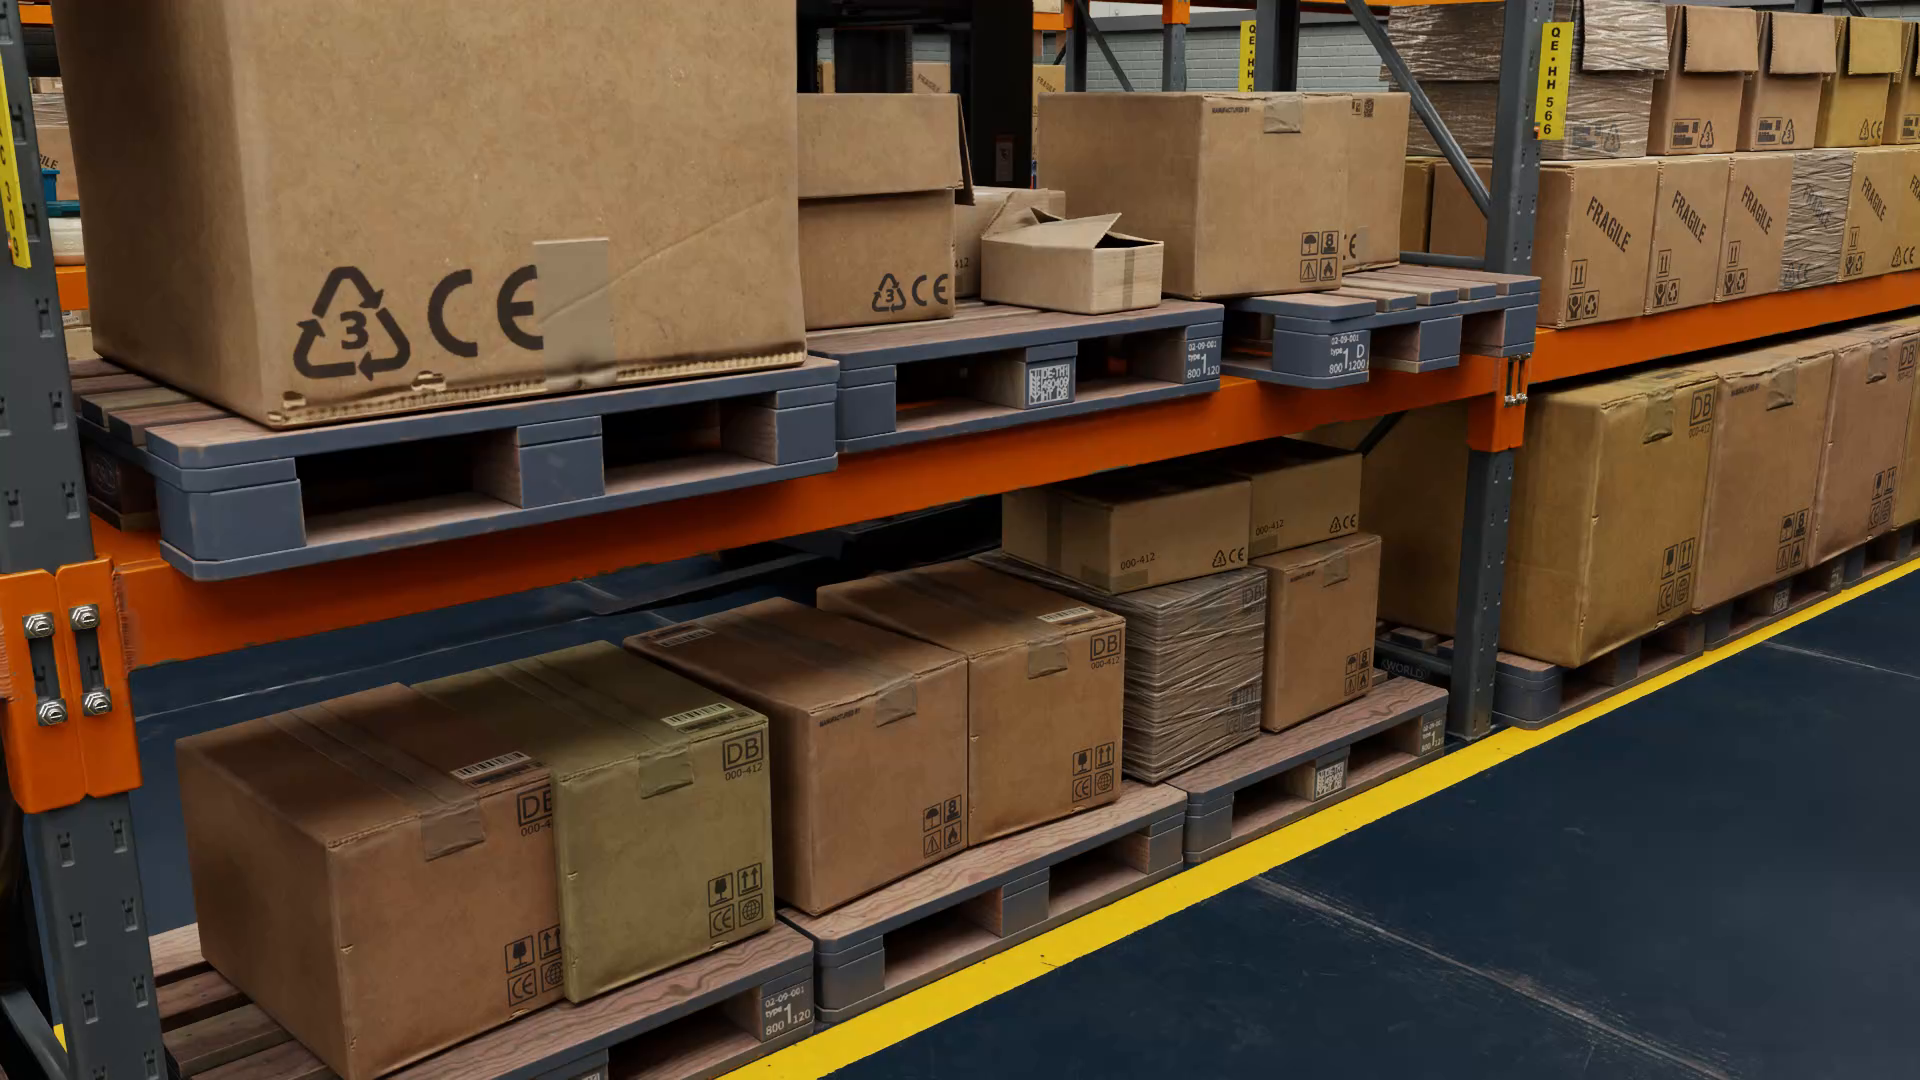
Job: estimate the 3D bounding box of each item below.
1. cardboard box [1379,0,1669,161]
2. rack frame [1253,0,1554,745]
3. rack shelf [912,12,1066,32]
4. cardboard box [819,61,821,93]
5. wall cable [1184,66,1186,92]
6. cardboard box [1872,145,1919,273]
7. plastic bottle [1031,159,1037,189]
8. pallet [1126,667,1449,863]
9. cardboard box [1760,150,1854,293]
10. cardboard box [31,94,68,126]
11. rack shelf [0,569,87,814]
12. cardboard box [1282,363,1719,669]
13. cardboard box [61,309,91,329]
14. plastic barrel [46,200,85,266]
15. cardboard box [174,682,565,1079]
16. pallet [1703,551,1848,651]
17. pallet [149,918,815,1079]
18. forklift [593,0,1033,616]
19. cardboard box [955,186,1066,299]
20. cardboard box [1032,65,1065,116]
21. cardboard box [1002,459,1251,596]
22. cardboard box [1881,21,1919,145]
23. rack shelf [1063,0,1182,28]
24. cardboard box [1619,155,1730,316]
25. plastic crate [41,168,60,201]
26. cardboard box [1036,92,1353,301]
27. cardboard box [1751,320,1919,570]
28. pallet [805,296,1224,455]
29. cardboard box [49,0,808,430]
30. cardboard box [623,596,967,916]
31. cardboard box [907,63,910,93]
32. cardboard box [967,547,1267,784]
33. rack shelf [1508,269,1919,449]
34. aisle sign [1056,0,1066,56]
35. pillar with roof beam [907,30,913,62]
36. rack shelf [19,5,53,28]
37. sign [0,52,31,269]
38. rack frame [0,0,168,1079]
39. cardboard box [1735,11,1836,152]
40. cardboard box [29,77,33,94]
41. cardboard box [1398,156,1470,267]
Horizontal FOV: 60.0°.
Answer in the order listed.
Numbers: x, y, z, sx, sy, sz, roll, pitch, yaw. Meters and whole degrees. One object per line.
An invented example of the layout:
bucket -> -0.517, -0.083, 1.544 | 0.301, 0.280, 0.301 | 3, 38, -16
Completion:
cardboard box -> 1.905, -1.557, 5.630 | 0.637, 0.503, 0.797 | -12, 19, -38
rack frame -> 1.343, -0.904, 5.320 | 0.127, 3.000, 1.000 | -13, 19, -39
rack shelf -> -0.631, -4.951, 16.054 | 4.000, 0.370, 1.077 | -13, 19, -39
cardboard box -> -1.599, -4.067, 15.031 | 0.500, 0.500, 0.500 | -12, 19, -38
wall cable -> 2.125, -7.439, 24.178 | 0.112, 2.526, 3.097 | -13, 19, -39
cardboard box -> 3.809, -1.415, 7.040 | 0.500, 0.500, 0.500 | -12, 19, -38
plastic bottle -> 0.491, -2.271, 10.535 | 0.185, 0.351, 0.144 | -13, 19, -39
pallet -> 0.753, 0.576, 5.186 | 1.213, 0.211, 1.003 | -13, 19, -39
cardboard box -> 3.039, -1.241, 6.389 | 0.500, 0.500, 0.500 | -13, 19, -39
cardboard box -> -8.760, -3.976, 15.776 | 0.700, 0.500, 0.500 | 13, 20, 40
rack shelf -> -3.183, 0.460, 1.608 | 4.000, 0.370, 1.077 | -13, 19, -39
cardboard box -> 1.877, -0.193, 5.963 | 0.875, 0.875, 1.225 | -14, 20, -42
cardboard box -> -6.161, -1.667, 11.607 | 0.500, 0.311, 0.500 | -13, 20, -40
plastic barrel -> -3.827, -1.318, 7.139 | 0.301, 0.262, 0.301 | 0, 15, 0
cardboard box -> -1.197, 0.669, 3.423 | 0.700, 0.500, 0.500 | 14, 21, 43
pallet -> 2.907, 0.119, 6.895 | 1.213, 0.211, 1.003 | -13, 19, -39
pallet -> -1.088, 0.989, 3.638 | 1.213, 0.211, 1.003 | -13, 19, -39
forklift -> -0.478, -1.280, 6.861 | 1.130, 2.935, 3.031 | 14, 20, 41
cardboard box -> -0.072, -0.795, 4.390 | 0.500, 0.250, 0.500 | -13, 20, -41
cardboard box -> 0.723, -4.590, 16.992 | 0.500, 0.500, 0.500 | -13, 20, -40
cardboard box -> 0.464, -0.060, 4.699 | 0.500, 0.250, 0.500 | -10, 18, -33
cardboard box -> 3.884, -2.004, 7.304 | 0.637, 0.503, 0.797 | -13, 20, -41
rack shelf -> -0.399, -3.308, 9.904 | 4.000, 0.370, 1.077 | -13, 19, -39
cardboard box -> 2.276, -1.069, 5.746 | 0.500, 0.500, 0.500 | -13, 20, -41
plastic crate -> -4.298, -1.430, 7.322 | 0.575, 0.384, 0.392 | -13, 19, -39
cardboard box -> 0.606, -0.942, 4.455 | 0.500, 0.500, 0.700 | -9, 18, -31
cardboard box -> 3.217, -0.494, 7.090 | 0.875, 0.875, 1.225 | -14, 20, -41
pallet -> -0.123, -0.468, 4.060 | 1.213, 0.211, 1.003 | -13, 19, -39
cardboard box -> -0.983, -0.826, 3.054 | 1.000, 1.000, 1.000 | -12, 19, -39
cardboard box -> -0.403, 0.497, 4.067 | 0.700, 0.500, 0.500 | 14, 20, 42
cardboard box -> -0.822, -4.241, 15.685 | 0.500, 0.500, 0.500 | -13, 20, -41
cardboard box -> 0.441, 0.305, 4.786 | 0.700, 0.500, 0.500 | 14, 20, 42
rack shelf -> 2.852, -0.895, 6.682 | 4.000, 0.370, 1.077 | -13, 19, -39
aisle sign -> 1.131, -5.396, 17.101 | 0.004, 0.787, 0.394 | -13, 19, -39
pillar with roof beam -> 1.918, -7.838, 19.655 | 0.400, 9.000, 9.100 | -13, 19, -39
rack shelf -> -9.920, -4.559, 14.588 | 4.000, 0.370, 1.077 | -13, 19, -39
sign -> -1.312, -0.540, 2.281 | 0.005, 0.325, 0.100 | -13, 19, -39
rack frame -> -1.674, -0.226, 2.784 | 0.127, 3.000, 1.000 | -13, 19, -39
cardboard box -> 2.900, -1.782, 6.471 | 0.637, 0.503, 0.797 | -12, 19, -38
cardboard box -> -8.885, -4.249, 15.542 | 0.380, 0.149, 0.250 | 12, 19, 38
cardboard box -> 1.553, -1.084, 5.801 | 0.500, 0.500, 0.500 | -12, 19, -38
